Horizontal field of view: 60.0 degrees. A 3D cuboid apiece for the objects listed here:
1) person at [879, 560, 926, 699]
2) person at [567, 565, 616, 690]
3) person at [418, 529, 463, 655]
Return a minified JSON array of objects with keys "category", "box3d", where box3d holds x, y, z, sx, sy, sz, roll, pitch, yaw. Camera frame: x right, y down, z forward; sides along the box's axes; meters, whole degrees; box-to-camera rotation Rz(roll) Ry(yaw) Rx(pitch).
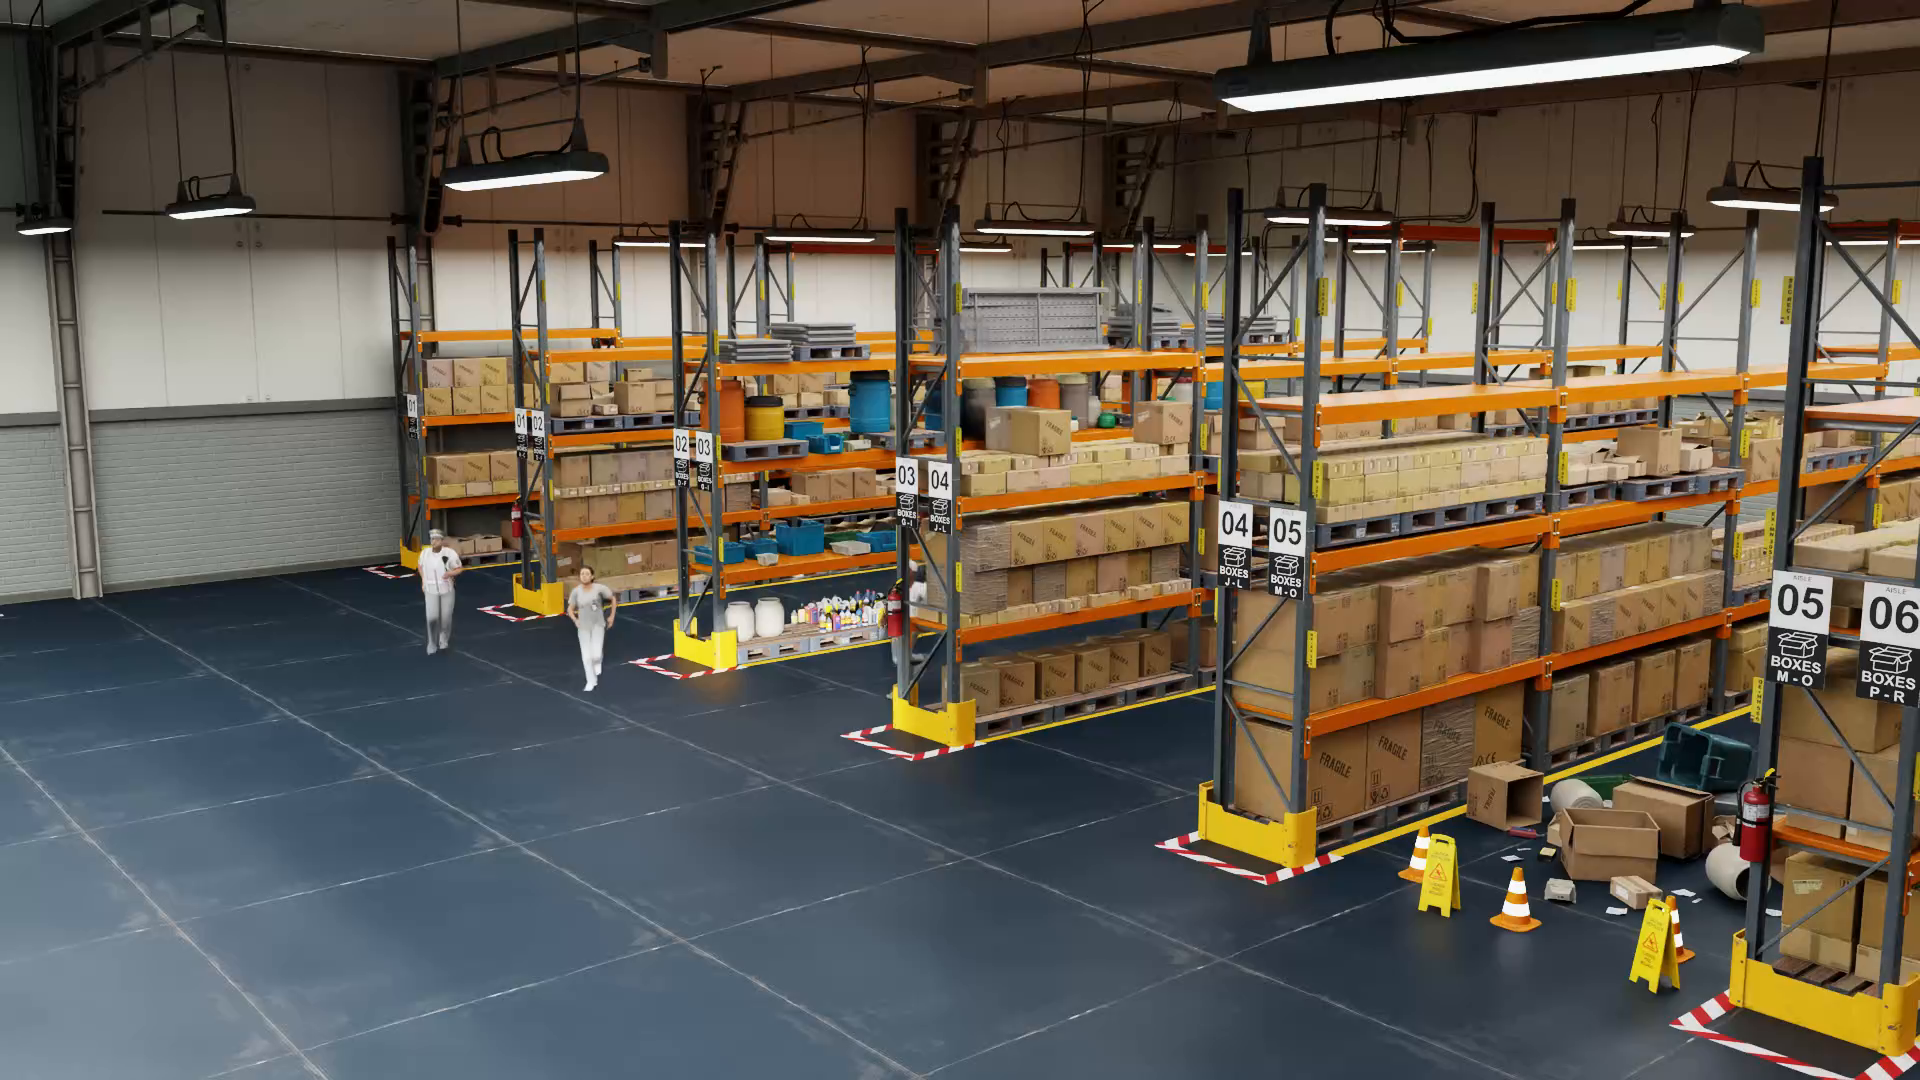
[{"category":"person","box3d":[-0.645,1.112,20.923,0.685,1.738,0.801,7,11,37]},{"category":"person","box3d":[-4.698,1.123,21.215,0.598,1.628,0.623,0,9,-3]},{"category":"person","box3d":[-7.294,0.735,23.333,0.630,1.811,0.709,-2,9,-11]}]
